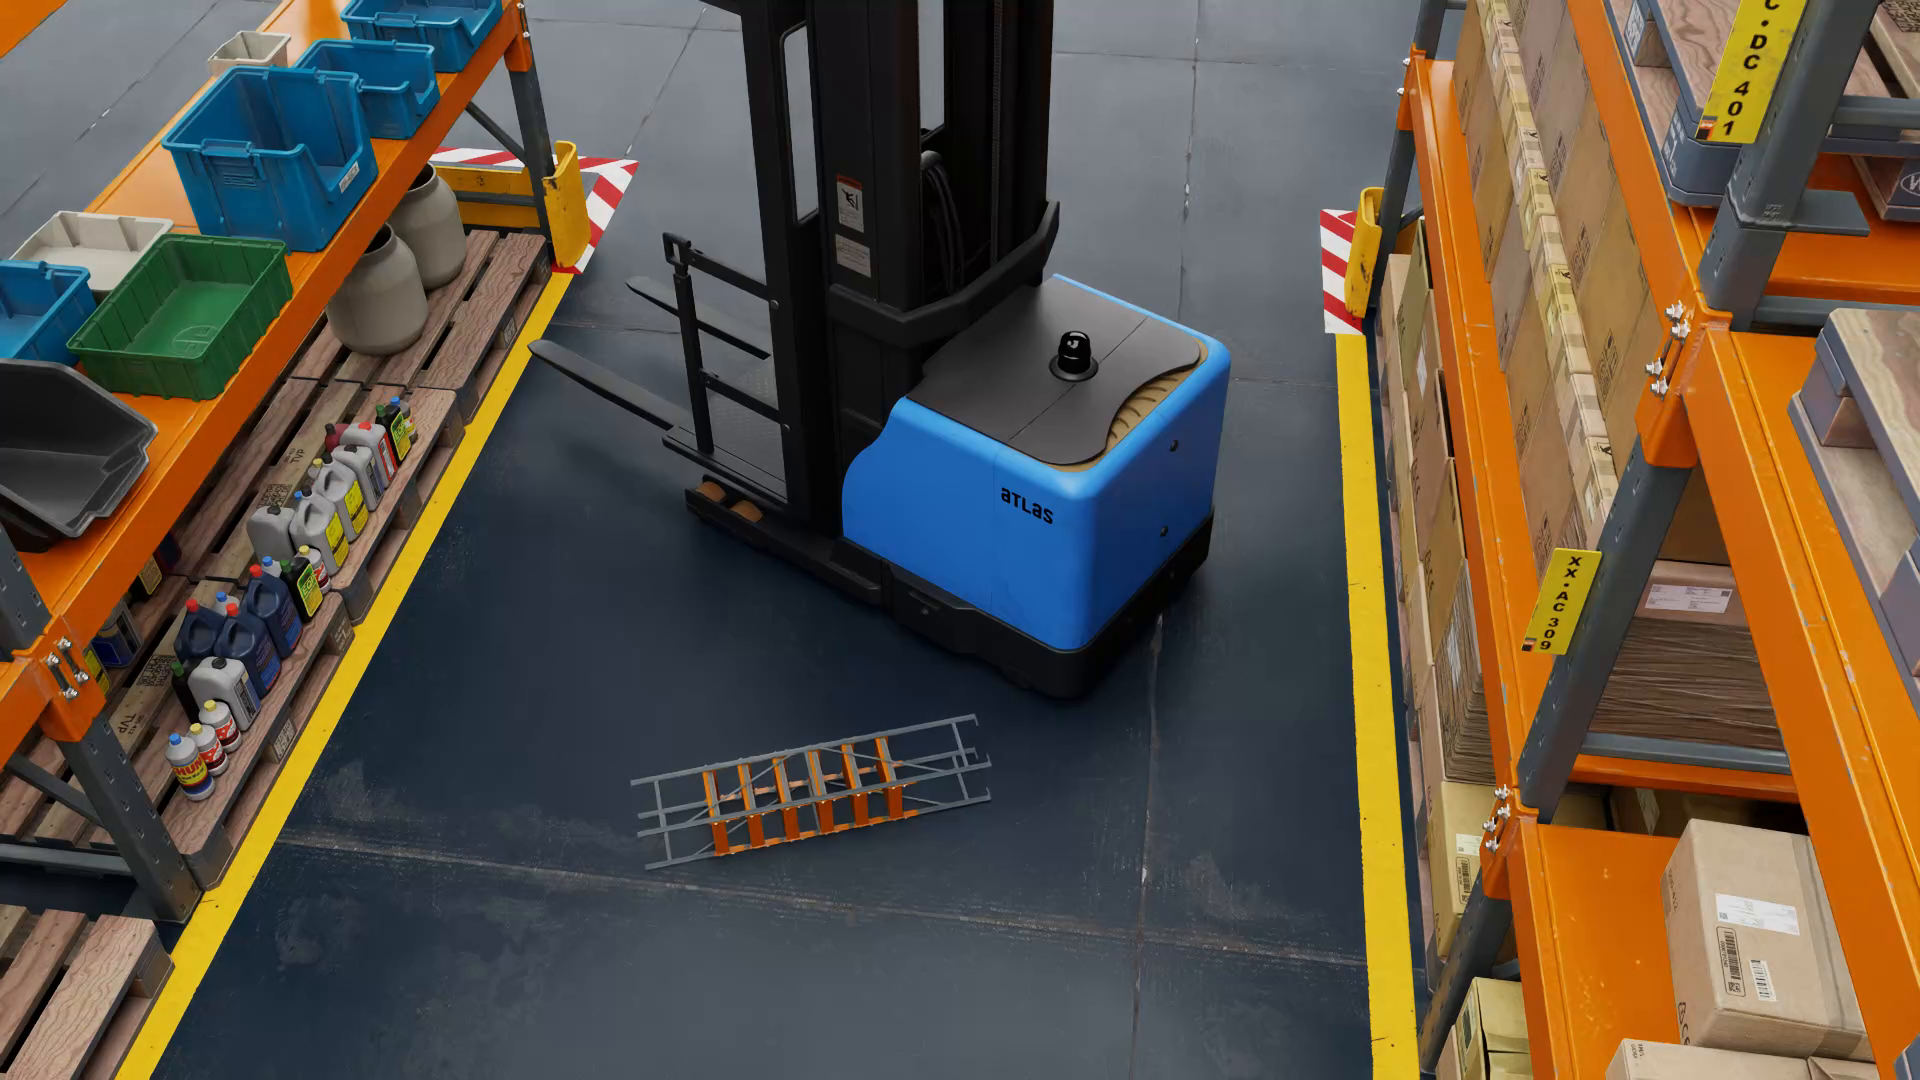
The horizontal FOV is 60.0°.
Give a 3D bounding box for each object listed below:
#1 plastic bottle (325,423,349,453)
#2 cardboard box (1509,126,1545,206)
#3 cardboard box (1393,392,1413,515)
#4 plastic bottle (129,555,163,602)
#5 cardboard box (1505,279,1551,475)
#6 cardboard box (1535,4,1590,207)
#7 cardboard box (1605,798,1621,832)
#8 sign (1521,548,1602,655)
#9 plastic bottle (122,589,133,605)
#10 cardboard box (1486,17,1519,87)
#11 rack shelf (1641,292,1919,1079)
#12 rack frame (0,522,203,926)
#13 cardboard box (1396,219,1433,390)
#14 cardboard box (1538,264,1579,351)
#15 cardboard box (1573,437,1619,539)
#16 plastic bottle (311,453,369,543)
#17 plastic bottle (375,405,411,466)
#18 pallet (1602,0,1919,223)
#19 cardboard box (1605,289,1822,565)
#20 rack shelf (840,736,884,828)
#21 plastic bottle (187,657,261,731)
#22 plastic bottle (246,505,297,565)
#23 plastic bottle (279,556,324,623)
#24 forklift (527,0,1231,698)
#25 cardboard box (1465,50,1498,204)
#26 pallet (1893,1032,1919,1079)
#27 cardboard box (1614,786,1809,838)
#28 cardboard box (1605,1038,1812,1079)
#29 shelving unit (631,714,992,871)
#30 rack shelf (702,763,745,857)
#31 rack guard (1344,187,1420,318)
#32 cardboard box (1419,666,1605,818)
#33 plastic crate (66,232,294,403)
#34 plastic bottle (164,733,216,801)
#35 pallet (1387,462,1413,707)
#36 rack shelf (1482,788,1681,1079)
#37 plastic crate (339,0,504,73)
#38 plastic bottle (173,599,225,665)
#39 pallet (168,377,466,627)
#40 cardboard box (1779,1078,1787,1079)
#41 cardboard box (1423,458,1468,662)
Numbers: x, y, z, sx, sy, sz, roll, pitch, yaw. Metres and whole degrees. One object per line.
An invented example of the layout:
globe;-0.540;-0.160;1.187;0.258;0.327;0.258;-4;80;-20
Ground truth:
plastic bottle;-2.457;-0.367;6.612;0.061;0.283;0.133;5;44;6
cardboard box;1.957;-1.169;5.258;0.380;0.149;0.250;6;44;6
cardboard box;2.006;-0.319;6.600;0.500;0.250;0.500;5;44;6
plastic bottle;-3.039;0.083;6.136;0.061;0.283;0.133;5;44;6
cardboard box;2.083;-0.507;5.031;0.700;0.500;0.500;6;44;6
cardboard box;2.149;-1.303;4.928;0.700;0.500;0.500;5;44;6
cardboard box;2.259;1.091;5.111;0.500;0.250;0.500;5;44;6
sign;1.347;0.141;3.732;0.100;0.325;0.005;5;44;6
plastic bottle;-3.144;0.067;6.104;0.144;0.351;0.185;5;44;5
cardboard box;2.059;-1.695;5.814;0.380;0.149;0.250;5;44;5
rack shelf;1.633;1.069;1.781;1.077;0.370;4.000;5;44;6
rack frame;-3.012;0.081;4.483;1.000;3.000;0.127;5;44;6
cardboard box;2.071;-0.933;6.702;0.500;0.500;0.500;5;44;6
cardboard box;1.857;-0.636;4.696;0.380;0.149;0.250;5;44;5
cardboard box;1.756;-0.111;4.141;0.380;0.149;0.250;4;44;5
plastic bottle;-2.388;-0.175;6.359;0.144;0.351;0.185;7;44;7
plastic bottle;-2.289;-0.446;6.695;0.061;0.283;0.133;6;44;7
pallet;1.985;-1.107;3.620;1.003;0.211;1.213;5;44;6
cardboard box;1.950;-0.277;3.844;0.700;0.500;0.500;5;44;6
rack shelf;-0.342;0.831;5.729;0.103;0.180;0.258;-10;44;-10
plastic bottle;-2.520;0.510;5.691;0.152;0.276;0.135;7;44;7
plastic bottle;-2.563;-0.017;6.247;0.152;0.276;0.135;5;44;6
plastic bottle;-2.406;0.158;6.058;0.061;0.283;0.133;7;44;7
forklift;-0.499;-1.321;6.013;3.031;2.935;1.130;27;50;26
cardboard box;2.287;-1.553;6.136;0.700;0.500;0.500;6;44;7
pallet;1.515;1.006;1.462;1.003;0.211;1.213;7;44;7
cardboard box;2.269;0.820;4.852;0.500;0.500;0.500;5;44;6
cardboard box;1.578;1.210;3.473;0.380;0.149;0.250;5;44;6
shelving unit;-0.501;0.859;5.701;1.200;0.189;0.258;-10;44;-10
rack shelf;-0.808;0.913;5.646;0.103;0.180;0.258;-10;44;-10
rack guard;2.429;-1.301;7.761;1.175;0.500;0.348;5;44;6
cardboard box;1.818;0.704;5.520;0.500;0.250;0.500;5;44;6
plastic crate;-2.553;-0.742;5.506;0.450;0.188;0.662;5;44;6
plastic bottle;-2.535;0.734;5.457;0.097;0.271;0.097;0;43;0
pallet;2.203;0.174;6.413;1.003;0.211;1.213;5;44;6
rack shelf;1.633;2.158;2.813;1.077;0.370;4.000;5;44;6
plastic crate;-2.253;-2.223;7.024;0.499;0.251;0.616;5;44;6
plastic bottle;-2.637;0.357;5.798;0.144;0.351;0.185;5;44;6
pallet;-2.723;-0.194;6.802;1.003;0.211;1.213;5;44;6
cardboard box;1.710;1.378;3.040;0.500;0.500;0.500;8;44;9
cardboard box;1.882;0.090;5.622;0.500;0.500;0.500;5;44;6
